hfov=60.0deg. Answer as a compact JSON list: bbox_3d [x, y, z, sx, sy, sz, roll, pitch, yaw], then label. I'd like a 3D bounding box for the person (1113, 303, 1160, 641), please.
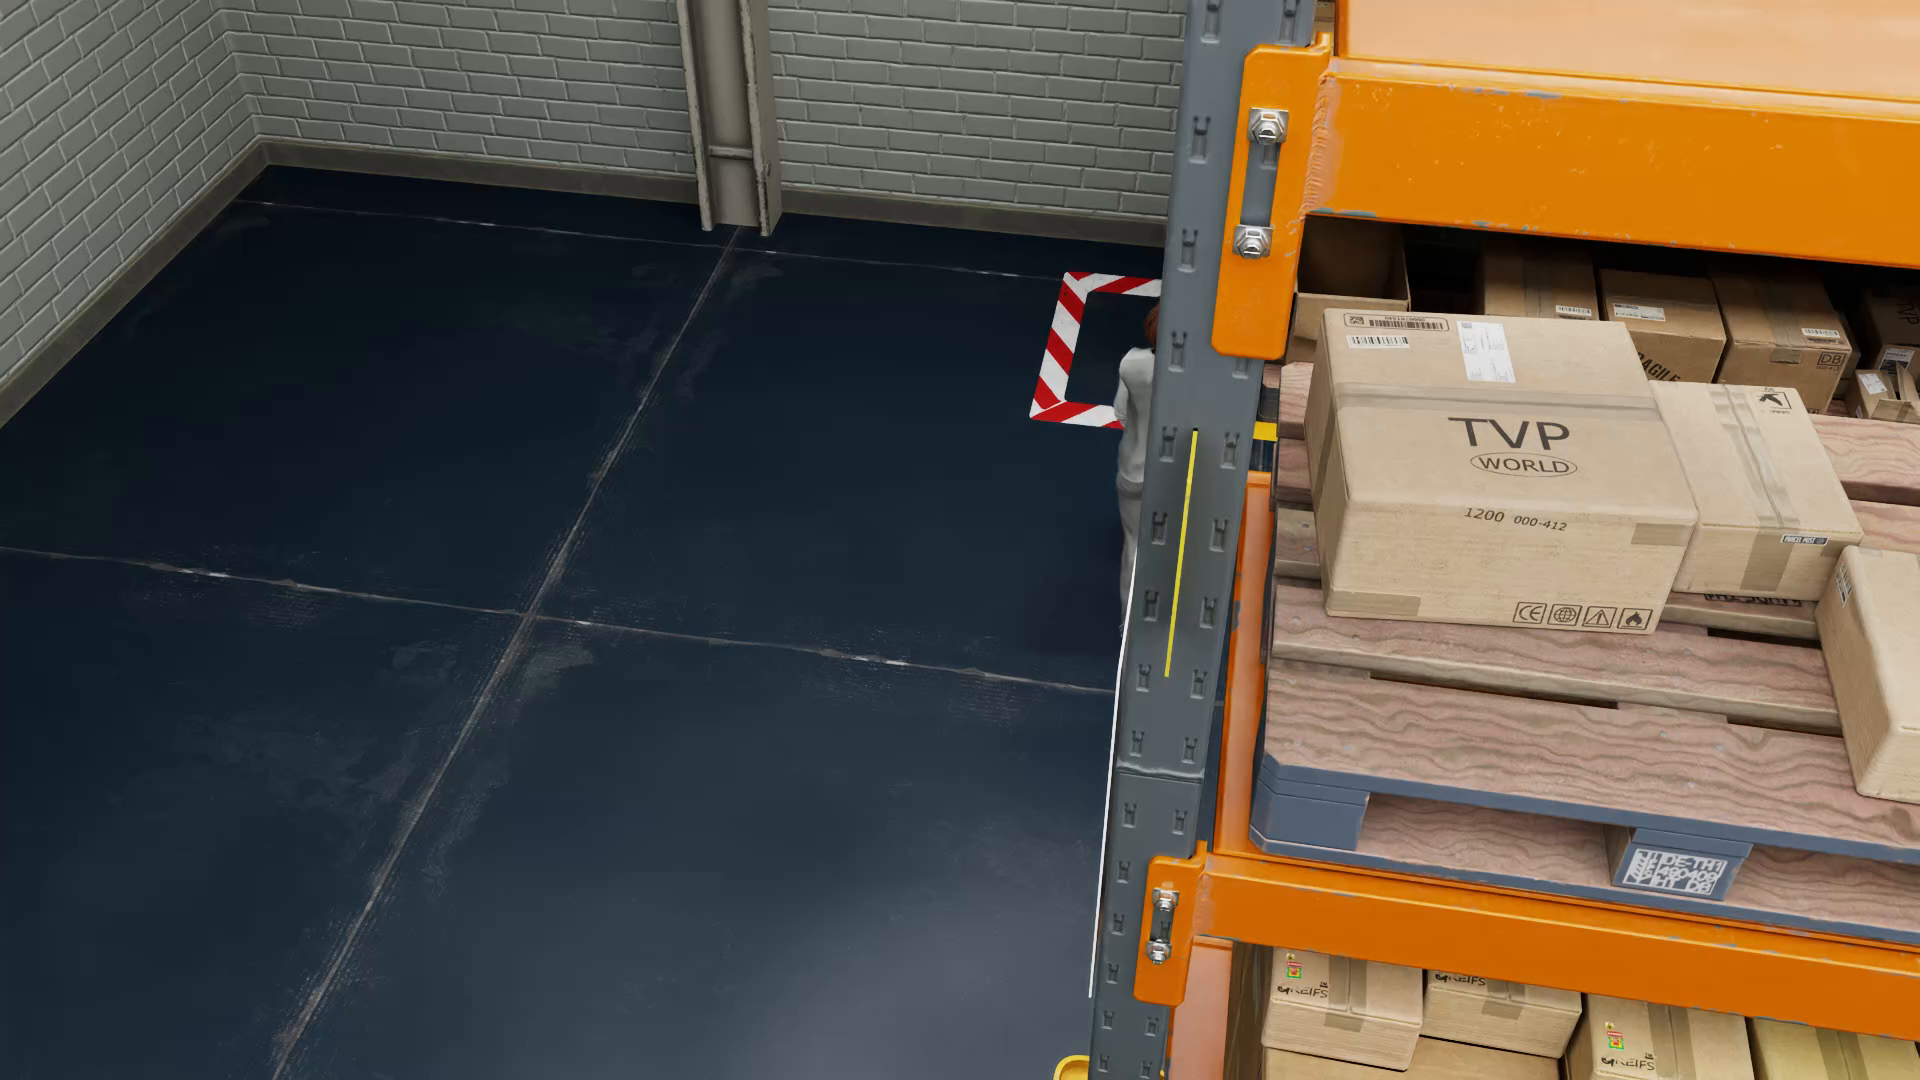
[{"bbox_3d":[0.806,-0.349,6.544,0.417,1.571,0.860,11,42,12],"label":"person"}]
